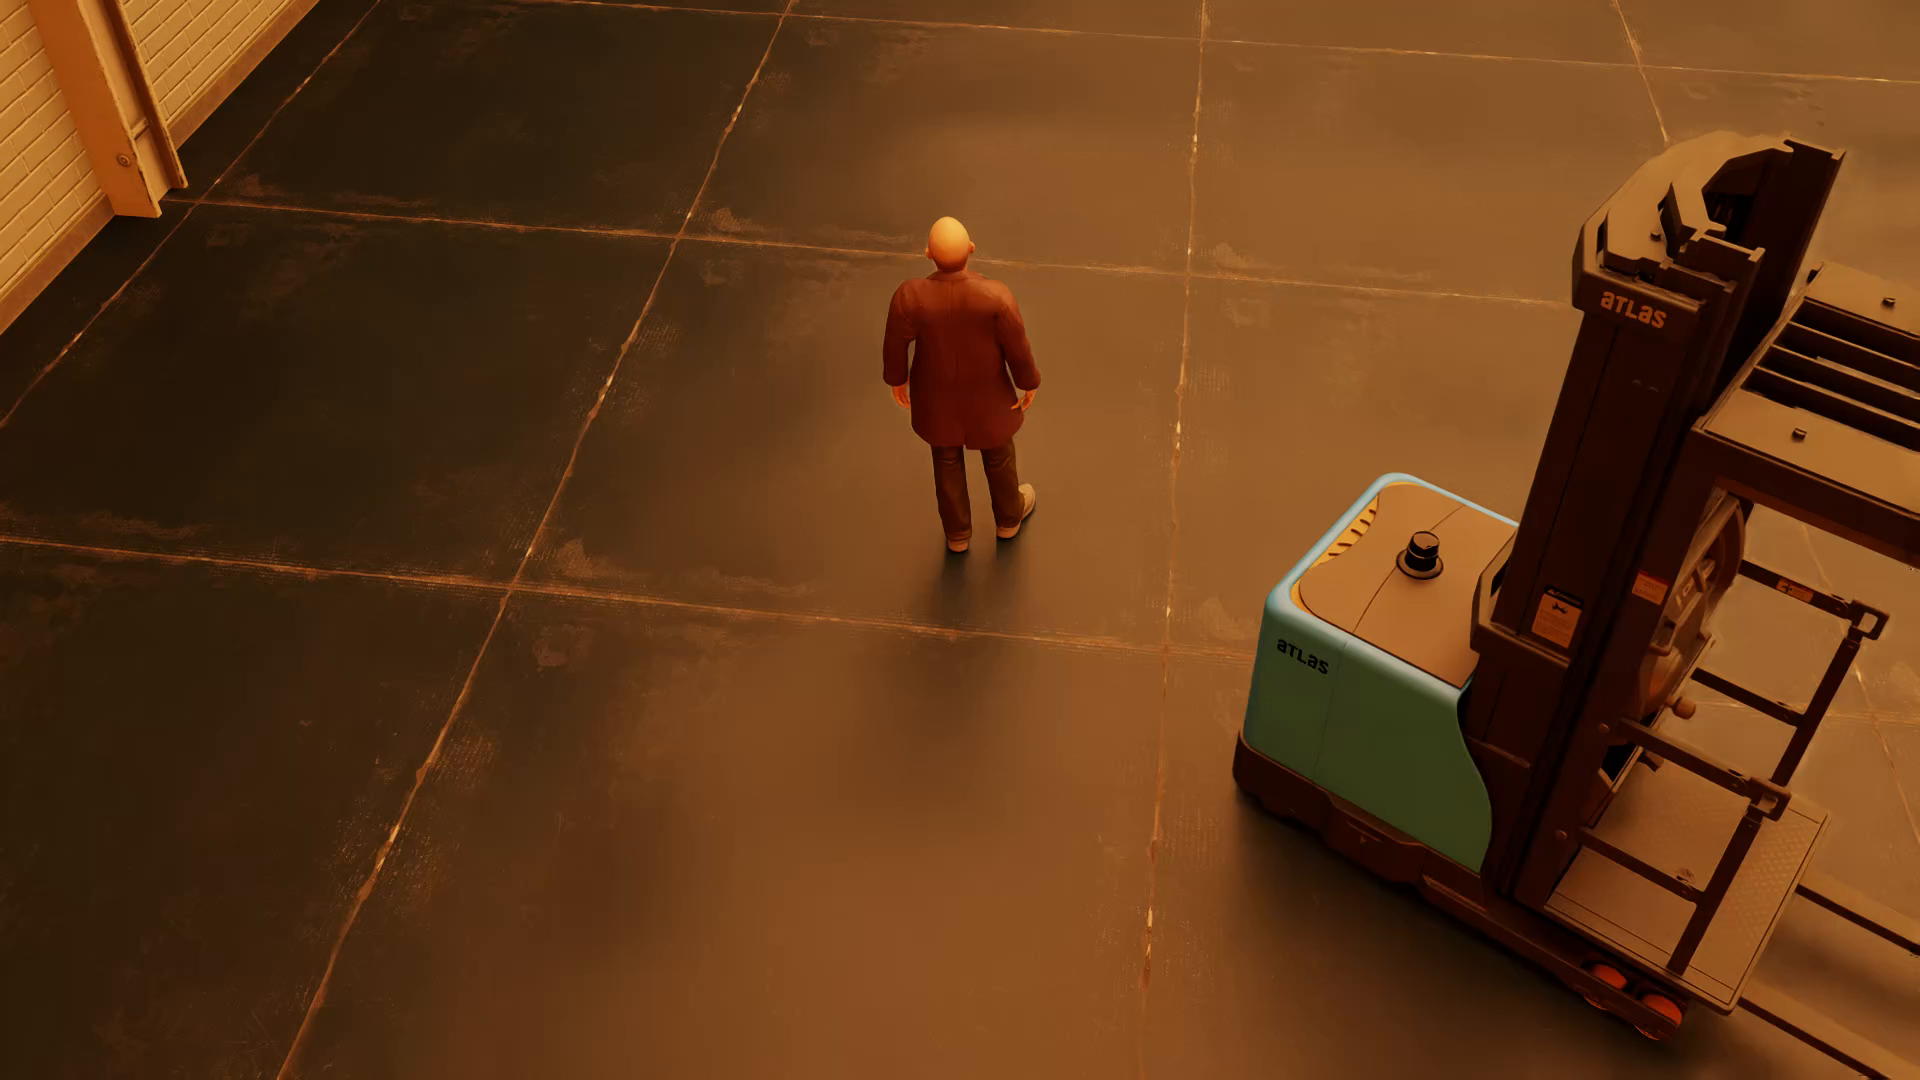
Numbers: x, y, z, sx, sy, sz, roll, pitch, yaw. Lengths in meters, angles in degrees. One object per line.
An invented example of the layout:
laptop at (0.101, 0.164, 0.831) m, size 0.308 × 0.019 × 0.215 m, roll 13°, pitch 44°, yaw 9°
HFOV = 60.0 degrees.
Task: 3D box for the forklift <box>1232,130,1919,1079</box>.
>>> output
forklift at (2.574, 0.295, 5.403) m, size 3.031 × 2.935 × 1.130 m, roll 28°, pitch 50°, yaw 27°

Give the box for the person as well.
person at (0.016, -0.721, 7.352) m, size 0.696 × 1.777 × 0.579 m, roll 5°, pitch 43°, yaw 6°
